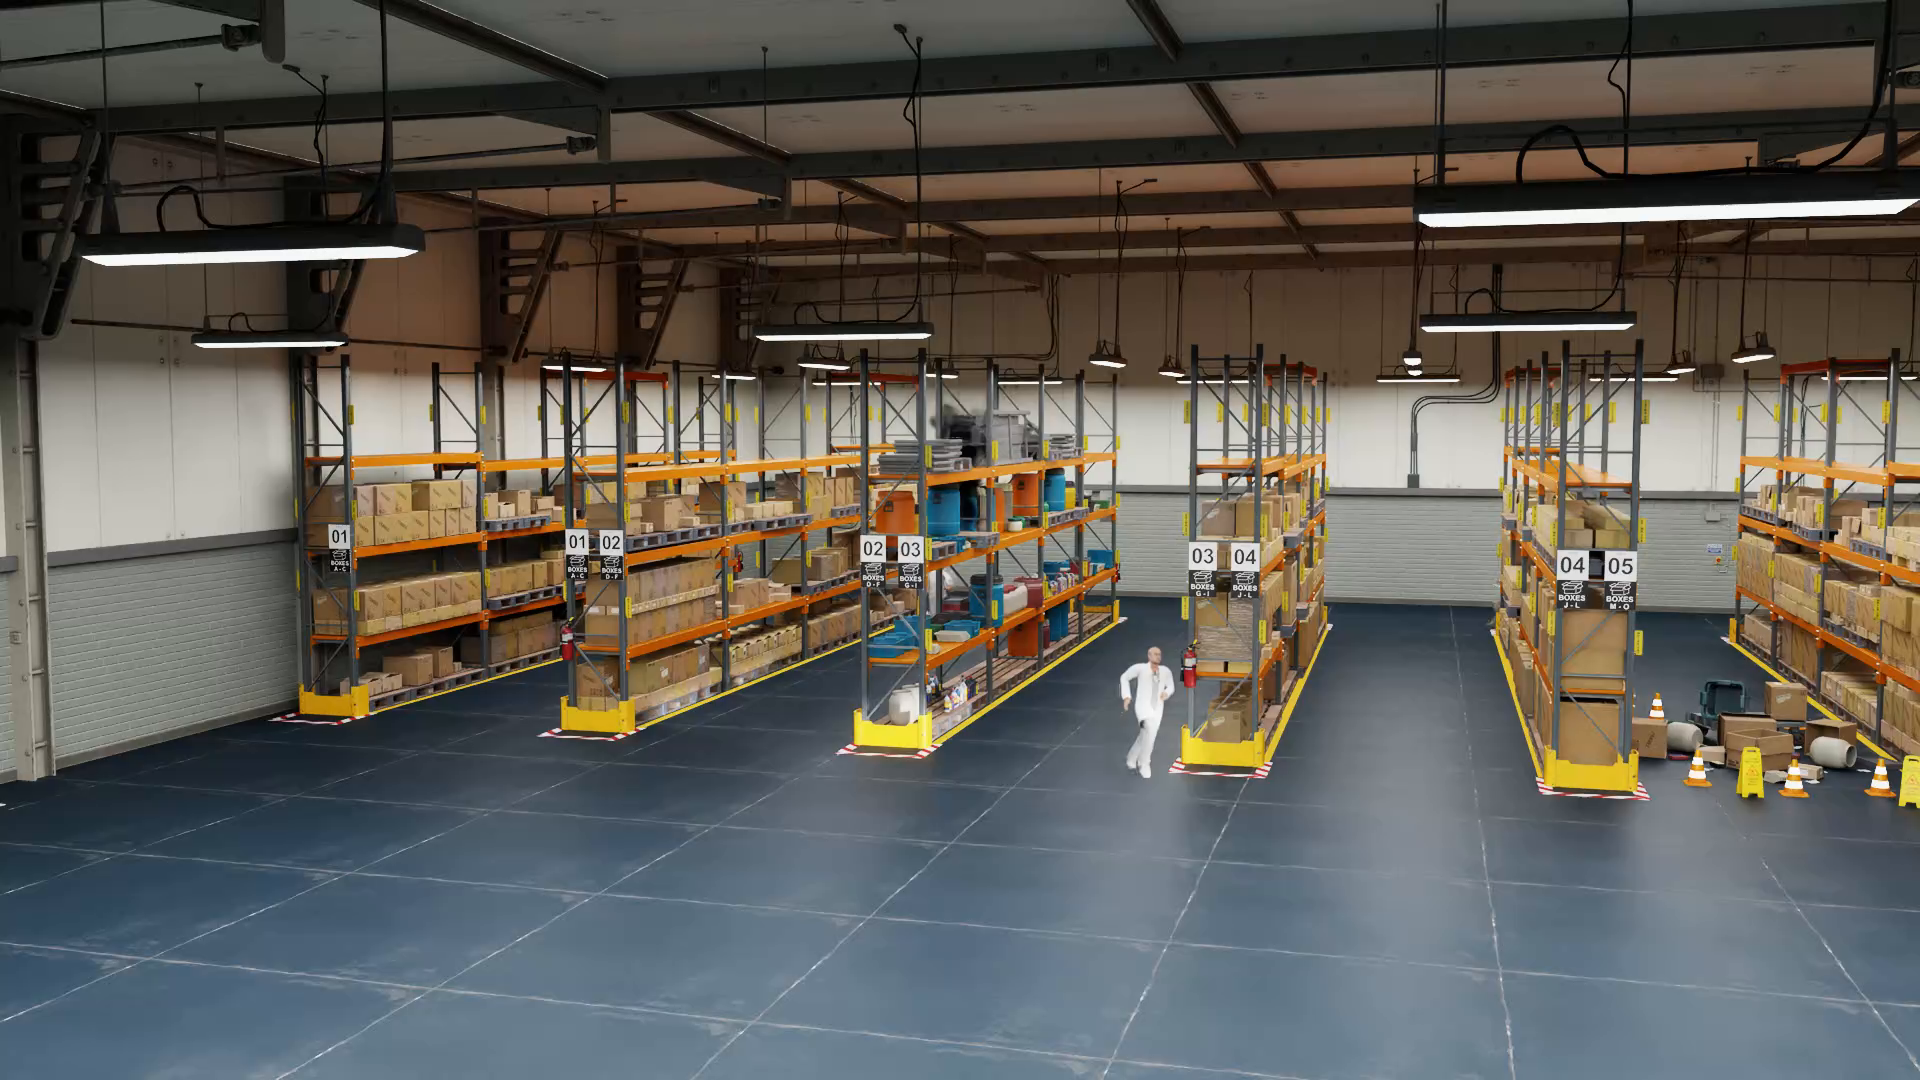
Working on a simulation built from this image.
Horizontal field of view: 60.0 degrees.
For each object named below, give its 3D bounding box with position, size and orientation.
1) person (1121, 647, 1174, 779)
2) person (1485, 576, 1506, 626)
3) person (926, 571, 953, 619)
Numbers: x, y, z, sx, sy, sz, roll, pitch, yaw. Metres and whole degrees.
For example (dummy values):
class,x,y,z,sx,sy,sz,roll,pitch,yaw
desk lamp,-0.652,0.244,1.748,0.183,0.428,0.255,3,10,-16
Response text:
class,x,y,z,sx,sy,sz,roll,pitch,yaw
person,2.665,2.487,23.258,0.689,1.540,0.763,-2,5,-23
person,12.865,1.233,39.266,0.927,1.668,0.821,3,5,36
person,-0.487,1.310,37.498,0.675,1.748,0.907,1,4,8
